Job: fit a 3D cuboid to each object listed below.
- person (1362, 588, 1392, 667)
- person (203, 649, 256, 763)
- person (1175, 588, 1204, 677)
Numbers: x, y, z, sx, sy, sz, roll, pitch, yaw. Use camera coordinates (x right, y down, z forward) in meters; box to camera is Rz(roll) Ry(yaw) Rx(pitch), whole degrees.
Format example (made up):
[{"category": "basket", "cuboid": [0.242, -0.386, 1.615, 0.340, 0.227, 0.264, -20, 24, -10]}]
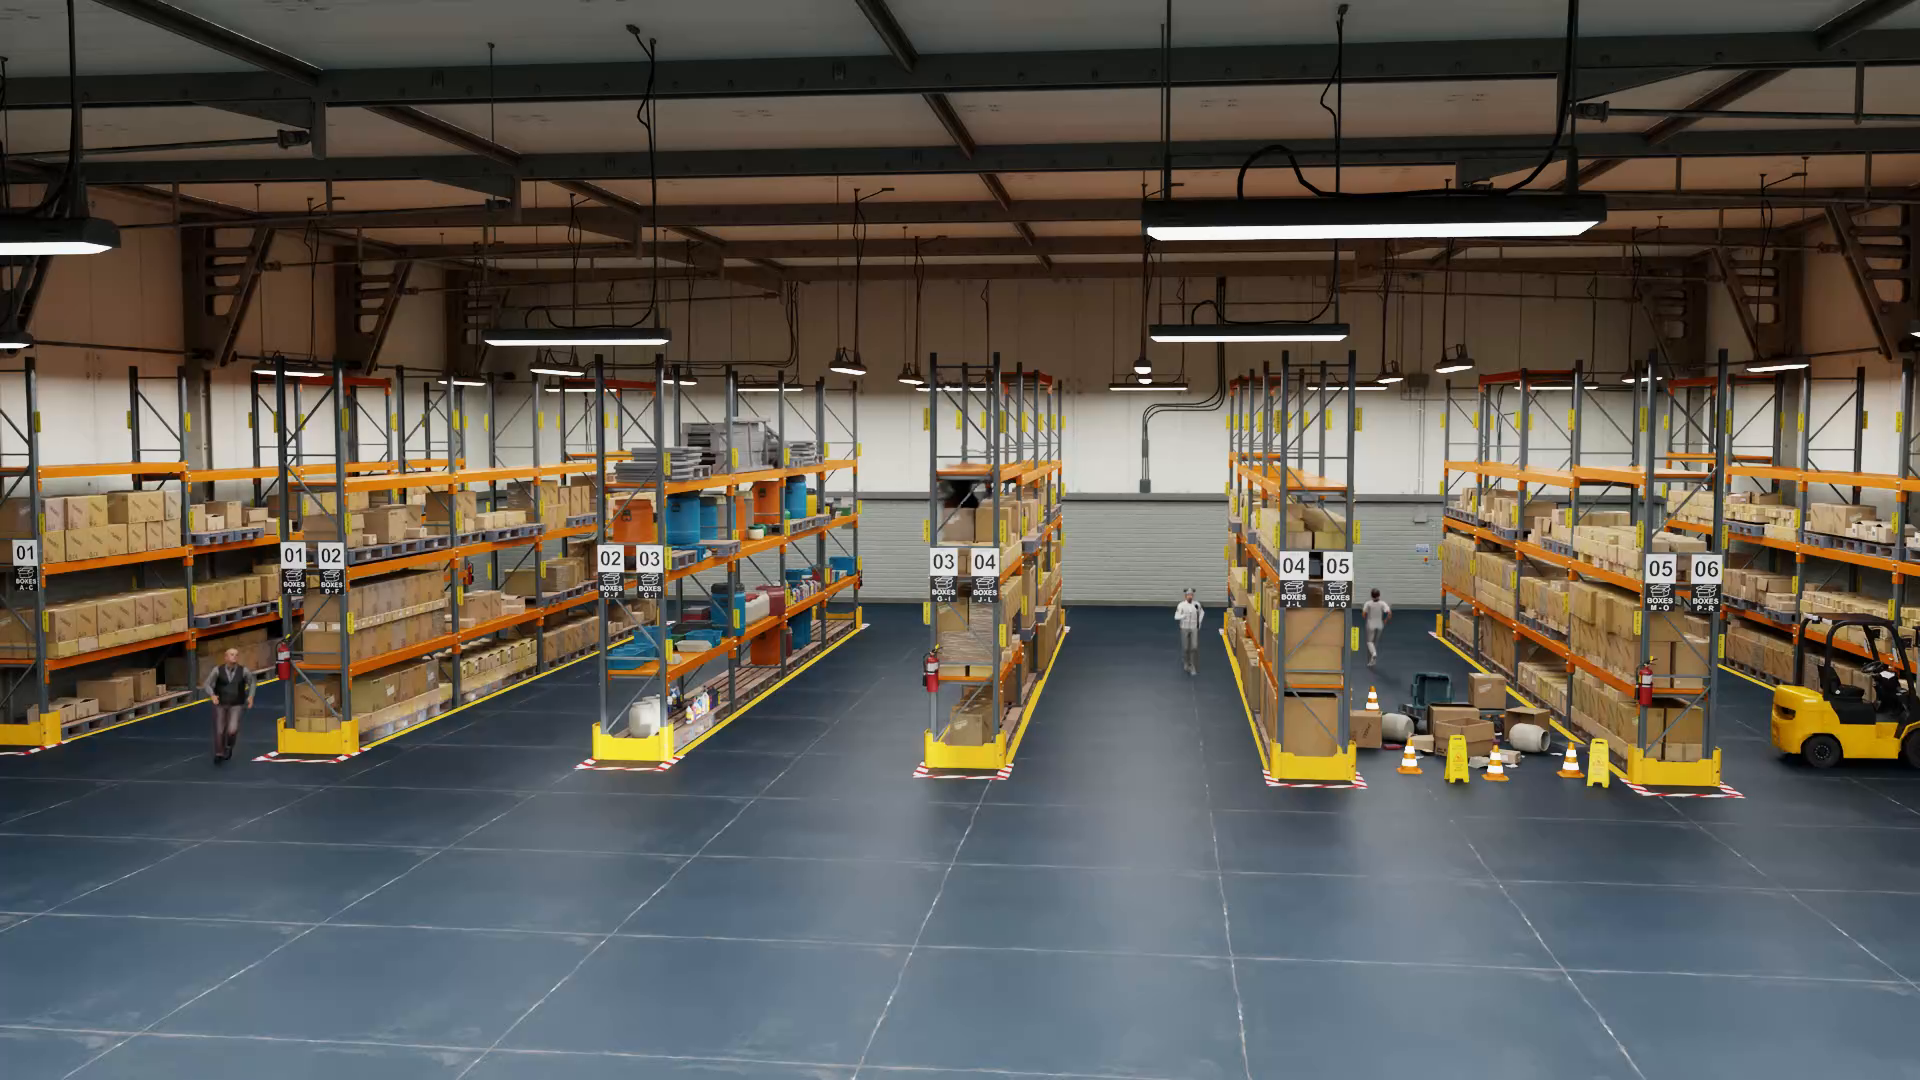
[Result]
[{"category": "person", "cuboid": [8.458, 1.791, 33.853, 0.597, 1.637, 0.783, 0, 4, -3]}, {"category": "person", "cuboid": [-10.712, 2.440, 24.423, 0.727, 1.673, 0.517, -2, 4, -25]}, {"category": "person", "cuboid": [4.568, 1.811, 33.088, 0.596, 1.735, 0.720, 0, 4, 4]}]
